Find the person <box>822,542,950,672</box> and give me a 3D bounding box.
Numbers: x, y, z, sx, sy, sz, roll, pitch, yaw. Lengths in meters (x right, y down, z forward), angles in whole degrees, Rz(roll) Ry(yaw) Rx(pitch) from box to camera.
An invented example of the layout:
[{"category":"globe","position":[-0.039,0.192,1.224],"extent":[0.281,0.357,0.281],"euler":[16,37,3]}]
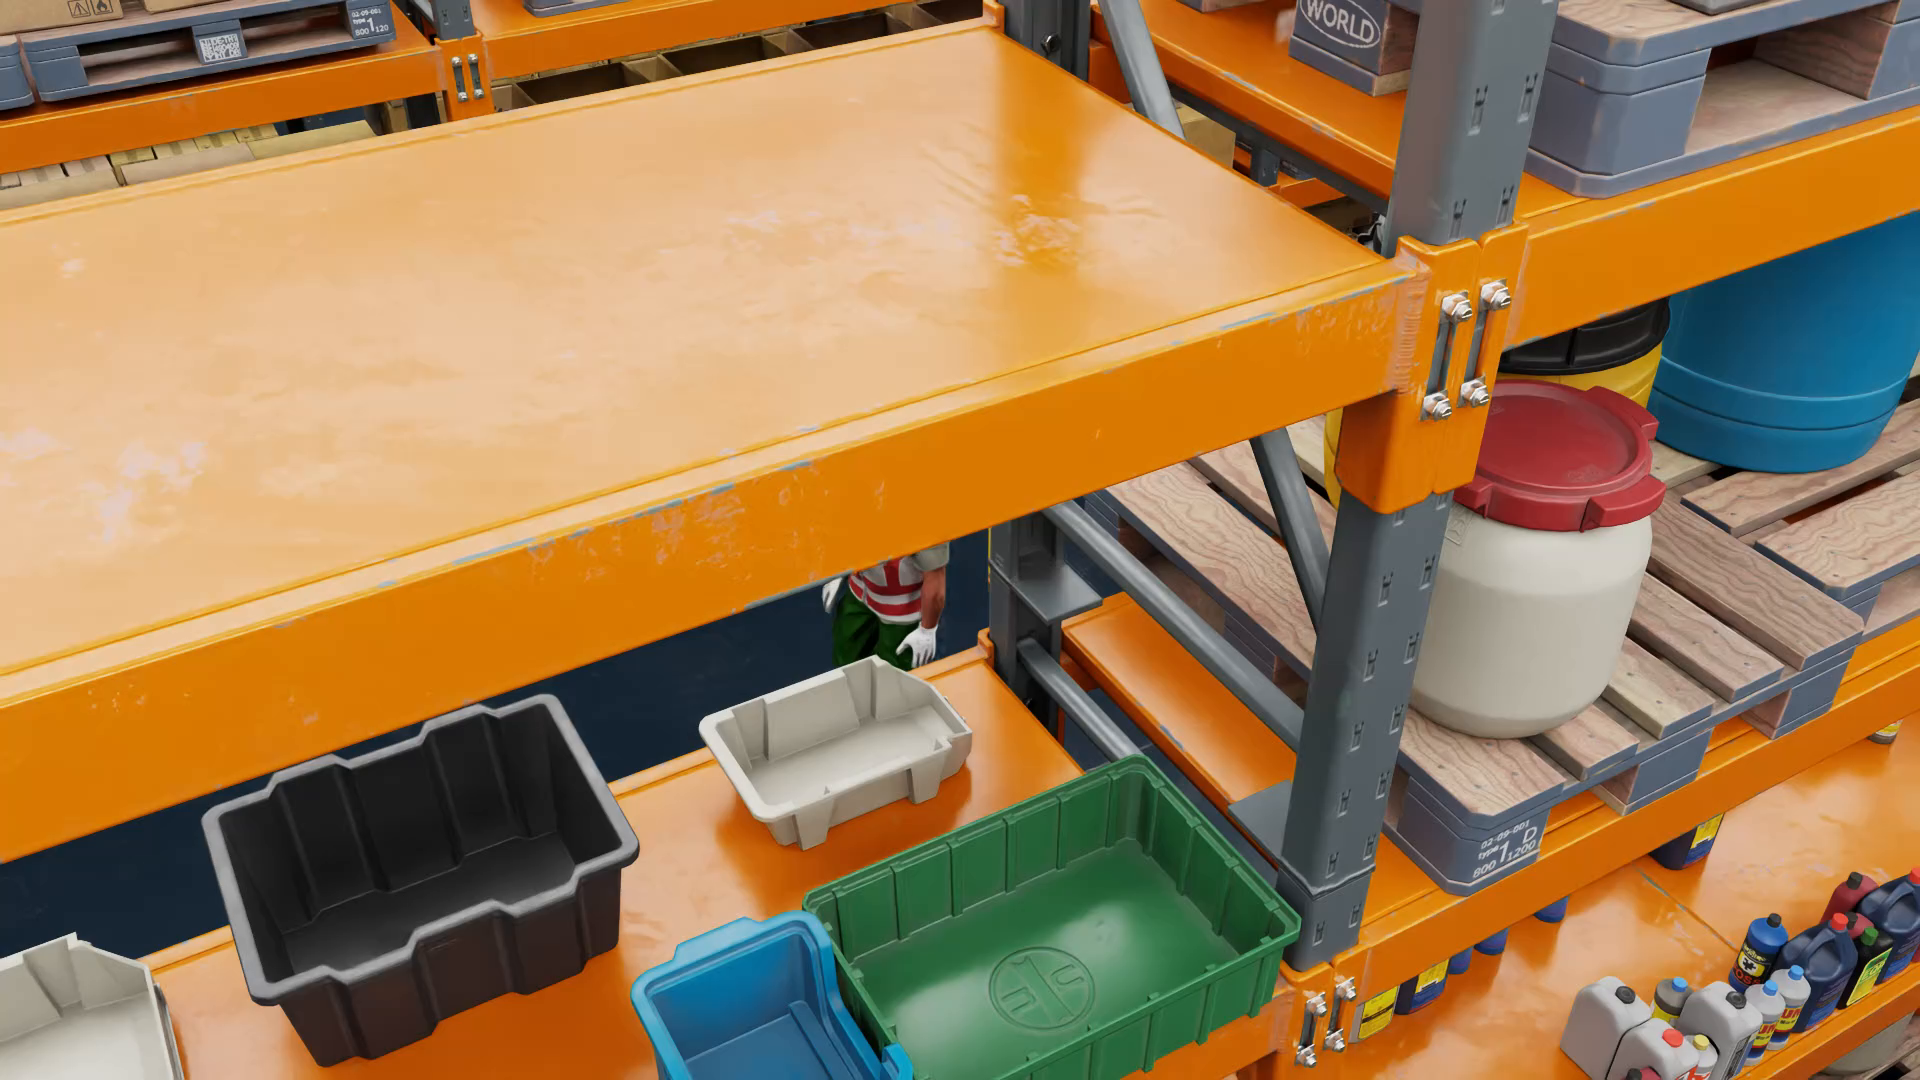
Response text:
[{"category":"person","position":[-0.223,0.208,6.601],"extent":[0.550,1.784,0.597],"euler":[-27,44,-32]}]
